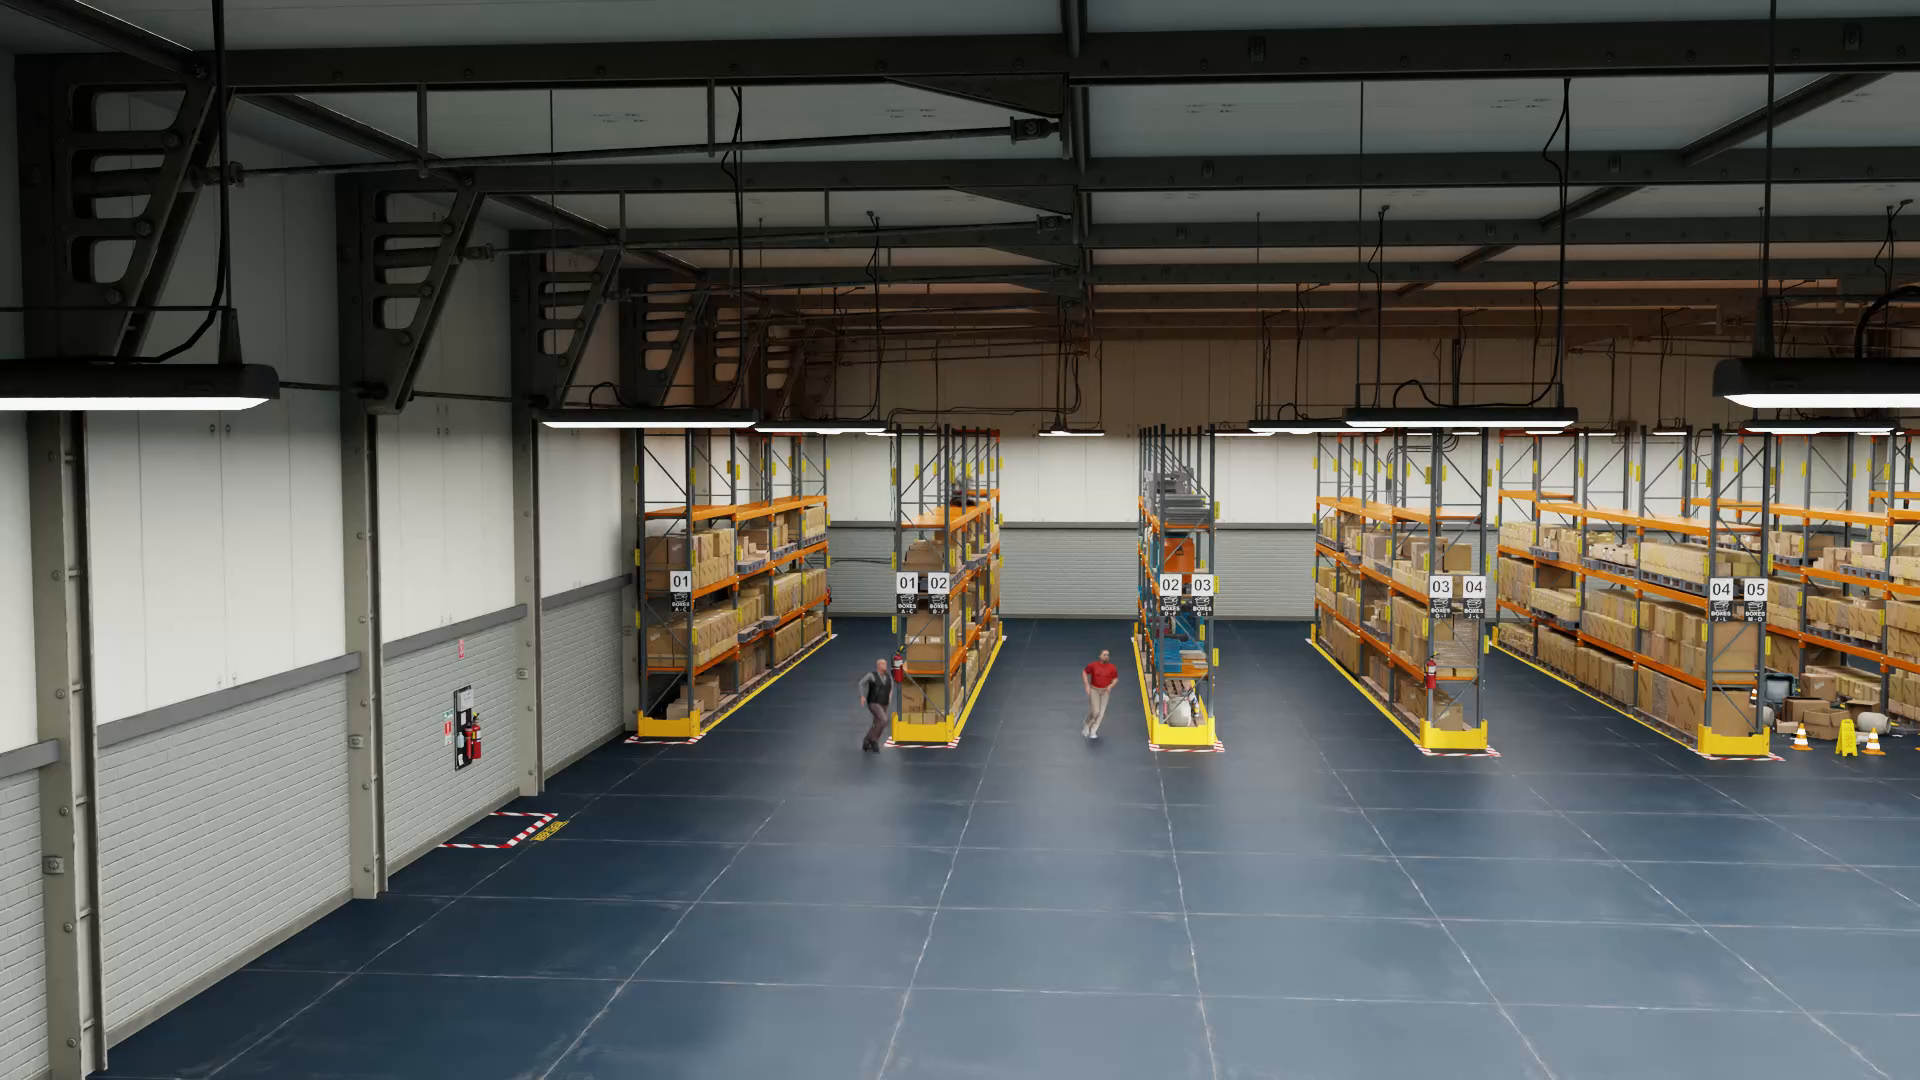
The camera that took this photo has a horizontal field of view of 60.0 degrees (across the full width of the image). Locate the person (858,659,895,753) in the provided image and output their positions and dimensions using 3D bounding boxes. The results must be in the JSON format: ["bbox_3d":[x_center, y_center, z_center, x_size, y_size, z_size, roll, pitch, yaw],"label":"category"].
[{"bbox_3d":[-1.453,3.016,30.403,0.645,1.658,0.674,-3,5,-42],"label":"person"}]

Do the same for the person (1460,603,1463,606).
[{"bbox_3d":[13.454,2.237,44.120,0.505,1.647,0.722,0,3,3],"label":"person"}]

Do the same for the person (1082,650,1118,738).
[{"bbox_3d":[2.700,2.947,31.832,0.679,1.683,0.568,-1,4,-11],"label":"person"}]

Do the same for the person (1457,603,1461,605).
[{"bbox_3d":[13.506,2.076,45.323,0.722,1.721,0.965,2,4,33],"label":"person"}]
